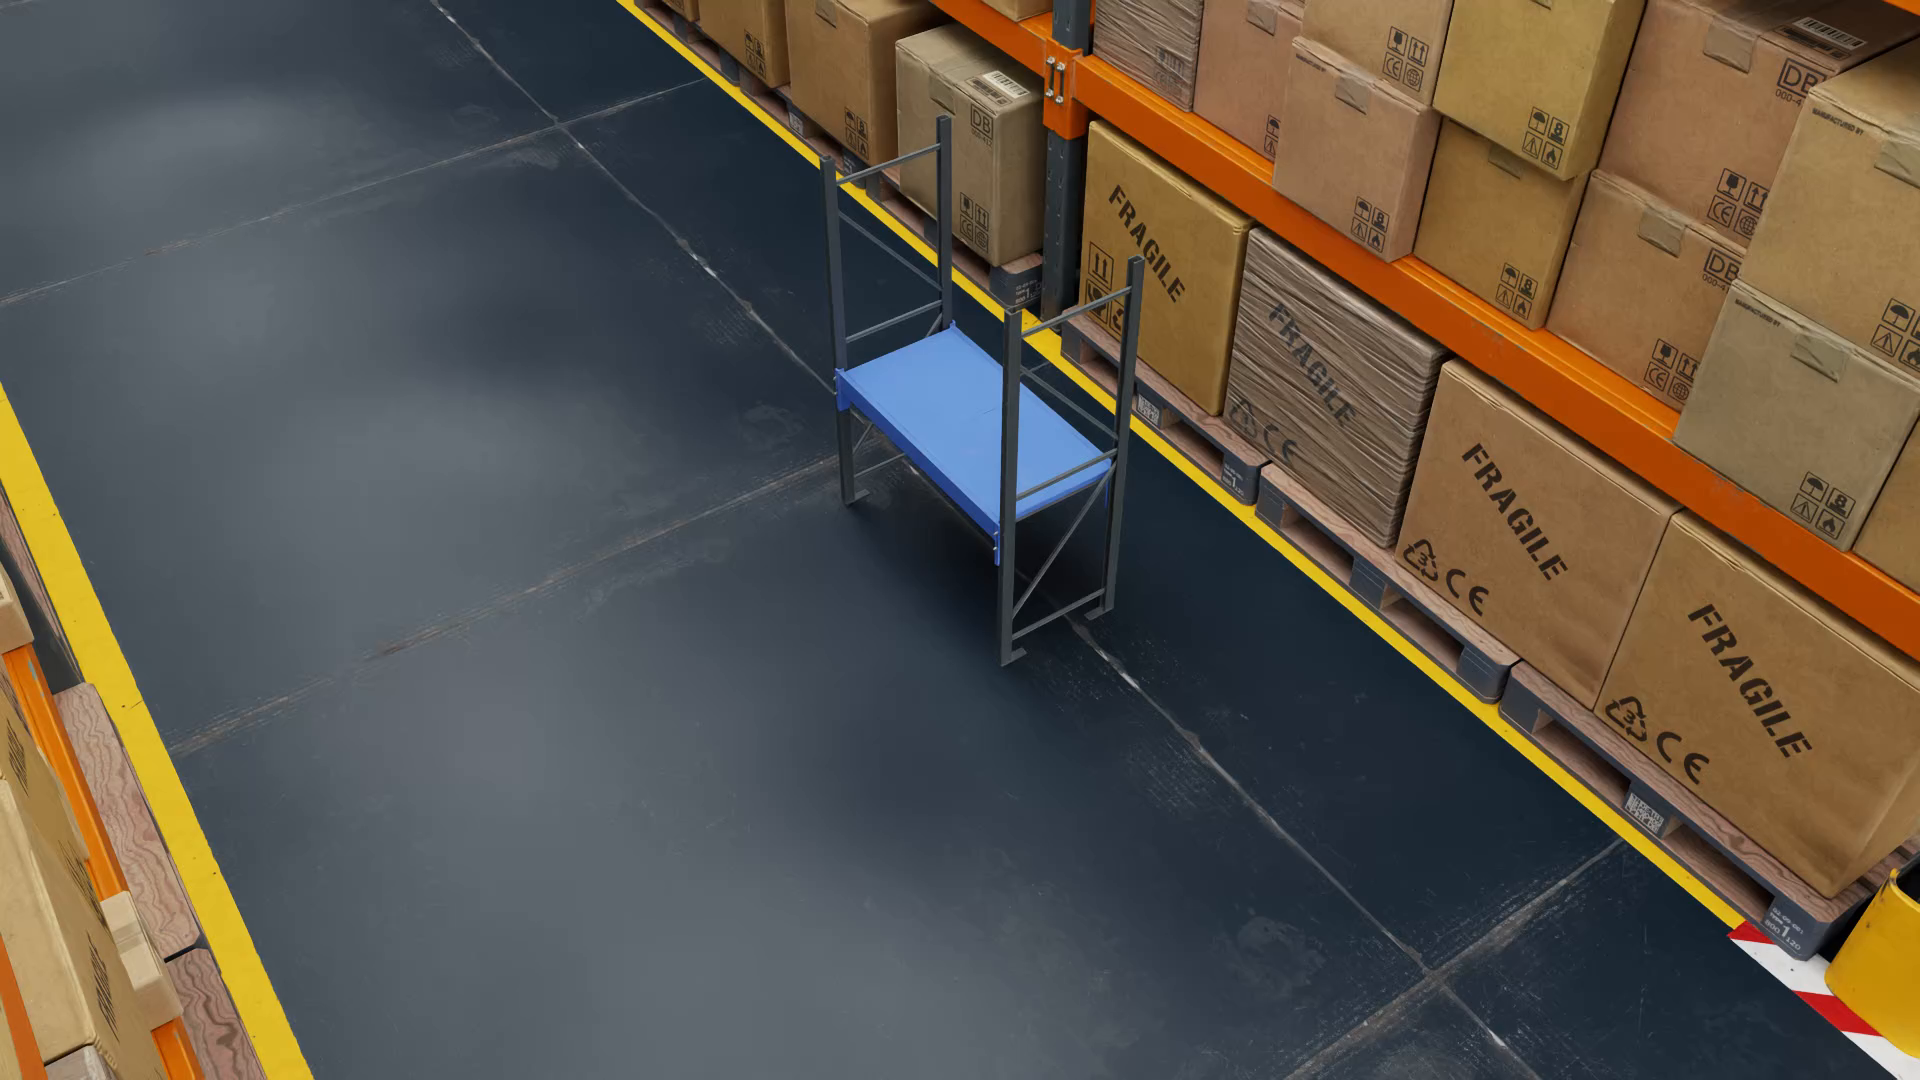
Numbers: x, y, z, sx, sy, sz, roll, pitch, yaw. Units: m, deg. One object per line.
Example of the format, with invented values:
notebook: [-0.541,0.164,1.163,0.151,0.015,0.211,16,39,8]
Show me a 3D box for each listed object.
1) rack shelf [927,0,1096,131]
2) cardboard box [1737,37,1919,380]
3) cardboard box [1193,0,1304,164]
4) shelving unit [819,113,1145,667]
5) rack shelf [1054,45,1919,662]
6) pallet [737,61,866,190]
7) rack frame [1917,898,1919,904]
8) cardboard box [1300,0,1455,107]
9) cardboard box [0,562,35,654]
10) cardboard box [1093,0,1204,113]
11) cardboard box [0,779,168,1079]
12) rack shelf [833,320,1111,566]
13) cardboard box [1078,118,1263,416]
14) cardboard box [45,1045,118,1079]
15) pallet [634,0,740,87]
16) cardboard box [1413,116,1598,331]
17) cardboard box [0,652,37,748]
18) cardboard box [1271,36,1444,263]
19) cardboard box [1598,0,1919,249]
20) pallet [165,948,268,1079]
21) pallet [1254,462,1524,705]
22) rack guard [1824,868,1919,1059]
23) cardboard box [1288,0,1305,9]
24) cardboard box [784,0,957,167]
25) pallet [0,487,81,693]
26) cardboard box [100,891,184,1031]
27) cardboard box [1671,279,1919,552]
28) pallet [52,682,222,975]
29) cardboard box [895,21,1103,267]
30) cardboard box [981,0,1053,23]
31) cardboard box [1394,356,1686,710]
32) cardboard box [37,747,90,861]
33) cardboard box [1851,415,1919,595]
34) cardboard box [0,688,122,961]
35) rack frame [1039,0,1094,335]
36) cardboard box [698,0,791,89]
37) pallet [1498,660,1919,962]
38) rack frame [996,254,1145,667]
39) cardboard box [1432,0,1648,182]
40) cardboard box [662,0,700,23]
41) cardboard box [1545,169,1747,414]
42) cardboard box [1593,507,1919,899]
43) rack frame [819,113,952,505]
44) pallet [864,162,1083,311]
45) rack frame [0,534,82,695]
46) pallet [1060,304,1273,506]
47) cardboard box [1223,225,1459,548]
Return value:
rack shelf: [-0.352,-3.077,7.821,1.077,0.370,4.000,-26,49,-24]
cardboard box: [2.510,-0.884,4.113,0.875,0.550,0.550,-26,49,-24]
cardboard box: [1.346,-1.752,5.804,0.875,0.550,0.550,-26,49,-24]
shelving unit: [0.049,-0.494,5.682,0.538,1.500,1.048,-26,49,-24]
rack shelf: [1.936,-0.811,5.448,1.077,0.370,4.000,-26,49,-24]
pallet: [-0.413,-2.294,8.500,1.003,0.211,1.213,-26,49,-24]
rack frame: [3.080,0.061,4.013,1.000,3.000,0.127,-26,49,-24]
cardboard box: [1.581,-1.801,5.073,0.875,0.550,0.550,-26,49,-24]
cardboard box: [-2.506,0.203,4.047,0.380,0.149,0.250,-26,49,-24]
cardboard box: [1.013,-2.054,6.121,0.875,0.550,0.550,-26,49,-24]
cardboard box: [-1.417,0.753,2.277,0.500,0.500,0.500,-26,49,-24]
rack shelf: [0.049,-0.364,5.806,0.538,0.185,1.000,-26,49,-24]
cardboard box: [1.094,-1.204,6.573,0.875,0.875,0.875,-25,49,-24]
cardboard box: [-1.137,1.039,1.978,0.500,0.500,0.500,-26,49,-24]
pallet: [-1.107,-2.985,9.224,1.003,0.211,1.213,-26,49,-24]
cardboard box: [1.944,-1.139,5.162,0.875,0.550,0.500,-26,49,-24]
cardboard box: [-1.995,0.190,2.867,0.500,0.500,0.500,-26,49,-24]
cardboard box: [1.558,-1.399,5.435,0.875,0.550,0.550,-26,49,-24]
cardboard box: [2.301,-1.255,4.502,0.875,0.550,0.550,-26,49,-24]
pallet: [-2.219,1.765,4.249,1.003,0.211,1.213,-26,49,-24]
pallet: [1.865,-0.042,6.141,1.003,0.211,1.213,-26,49,-24]
rack guard: [3.094,0.979,4.862,1.175,0.500,0.348,-26,49,-24]
cardboard box: [1.385,-2.161,5.451,0.875,0.550,0.550,-26,49,-24]
cardboard box: [-0.186,-2.406,7.923,1.050,0.750,0.750,-26,49,-24]
pallet: [-3.781,0.266,5.818,1.003,0.211,1.213,-26,49,-24]
cardboard box: [-1.792,0.911,3.306,0.380,0.149,0.250,-26,49,-24]
cardboard box: [2.498,-0.488,4.480,0.875,0.550,0.550,-26,49,-24]
pallet: [-2.921,1.073,4.973,1.003,0.211,1.213,-26,49,-24]
cardboard box: [0.363,-1.858,7.349,1.050,0.750,0.750,-26,49,-25]
cardboard box: [0.274,-2.430,6.551,0.500,0.500,0.500,-26,49,-25]
cardboard box: [2.133,-0.177,5.498,0.875,0.875,0.875,-26,50,-25]
cardboard box: [-2.124,0.650,3.579,0.380,0.149,0.250,-26,49,-24]
cardboard box: [2.831,-0.185,4.163,0.875,0.550,0.550,-26,49,-24]
cardboard box: [-1.704,0.470,2.573,0.500,0.500,0.500,-26,49,-24]
rack frame: [0.792,-2.204,6.387,1.000,3.000,0.127,-26,49,-24]
cardboard box: [-0.719,-2.933,8.476,1.050,0.750,0.750,-25,49,-24]
pallet: [2.559,0.648,5.418,1.003,0.211,1.213,-26,49,-24]
rack frame: [0.340,-0.206,5.380,0.500,1.500,0.032,-26,49,-24]
cardboard box: [1.891,-1.504,4.762,0.875,0.550,0.500,-26,49,-24]
cardboard box: [-1.222,-3.427,8.993,1.050,0.750,0.750,-26,50,-25]
cardboard box: [2.281,-0.855,4.865,0.875,0.550,0.550,-26,49,-24]
cardboard box: [2.638,0.320,4.977,0.875,0.875,0.875,-25,49,-24]
rack frame: [-0.242,-0.782,5.983,0.500,1.500,0.032,-26,49,-24]
pallet: [0.289,-1.603,7.776,1.003,0.211,1.213,-26,49,-24]
rack frame: [-3.334,-0.302,4.394,1.000,3.000,0.127,-26,49,-24]
pallet: [1.163,-0.734,6.866,1.003,0.211,1.213,-26,49,-24]
cardboard box: [1.613,-0.695,6.040,0.875,0.875,0.875,-25,49,-24]
